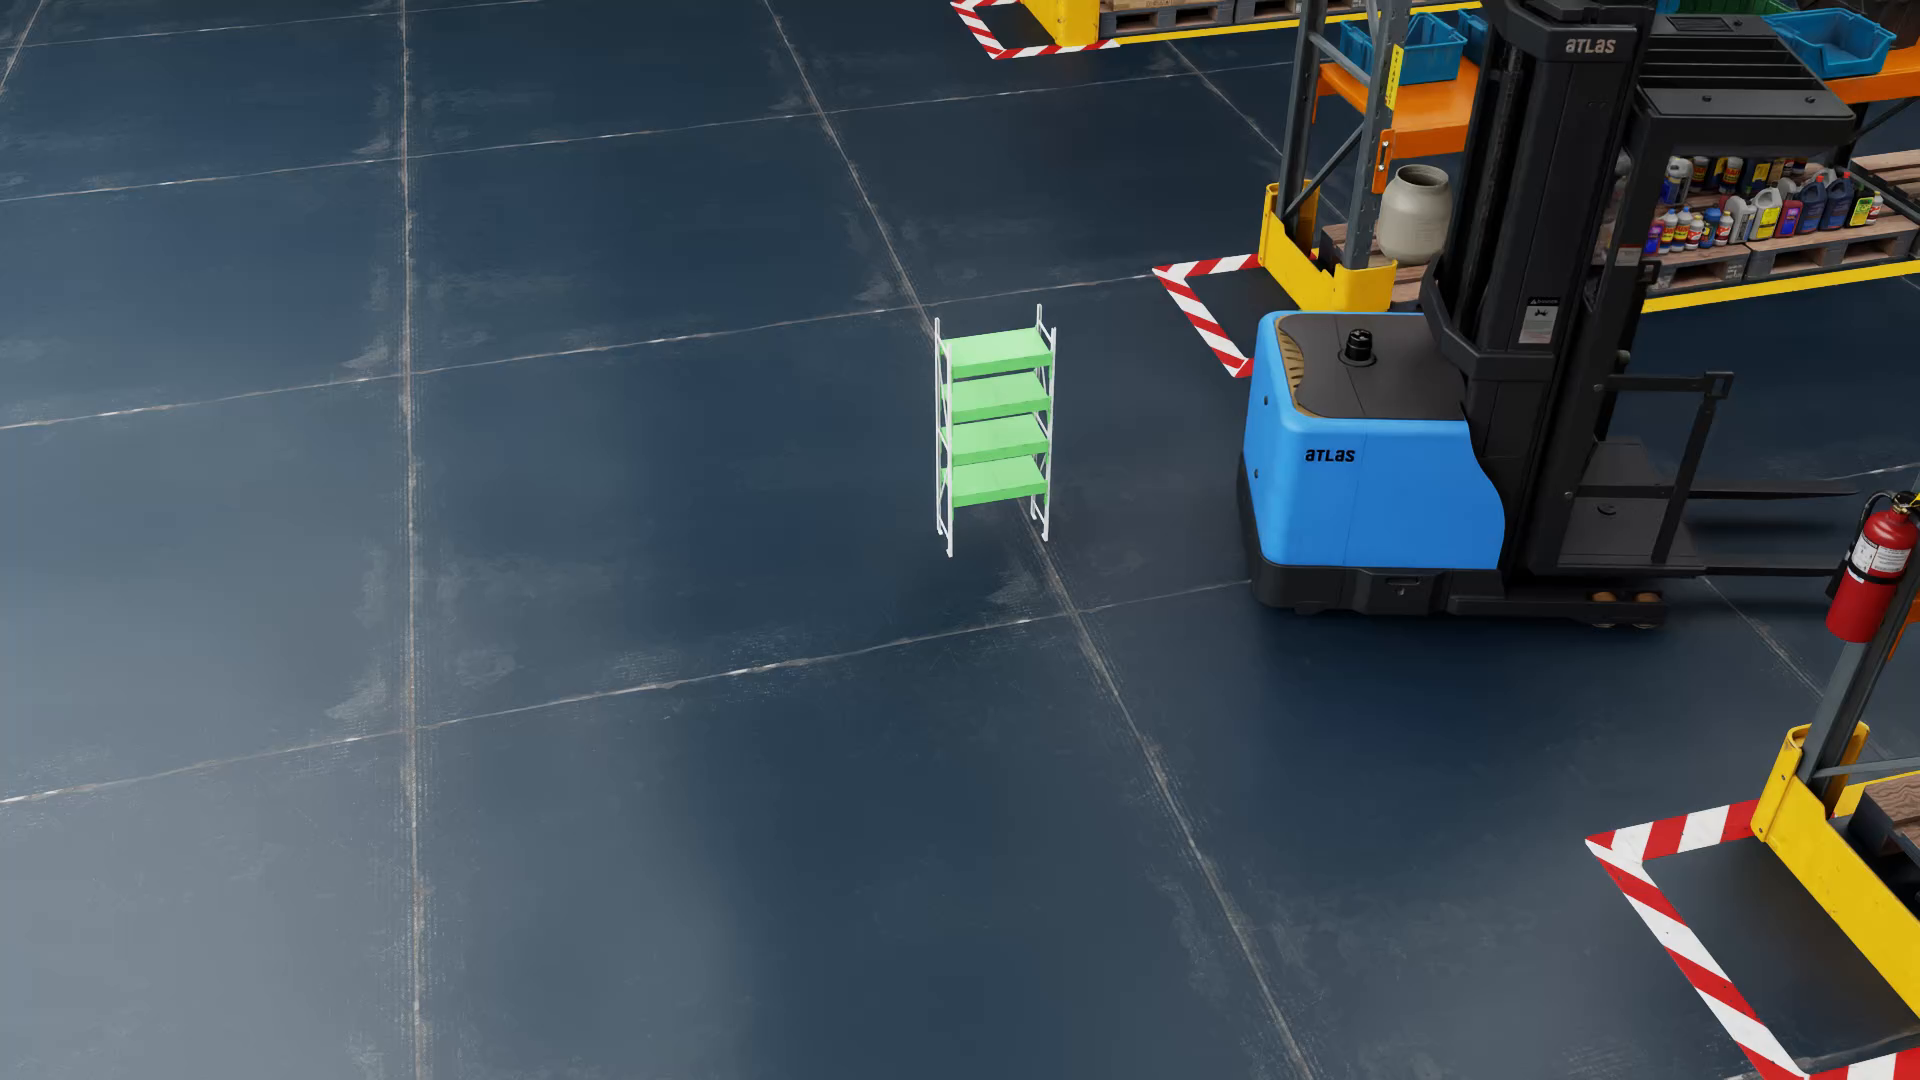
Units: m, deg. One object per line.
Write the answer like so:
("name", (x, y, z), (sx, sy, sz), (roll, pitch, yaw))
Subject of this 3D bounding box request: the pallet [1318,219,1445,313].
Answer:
("pallet", (2.977, -1.691, 10.266), (1.213, 0.211, 1.003), (-9, 38, -12))

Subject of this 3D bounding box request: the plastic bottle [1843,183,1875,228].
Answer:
("plastic bottle", (5.614, -2.093, 10.370), (0.133, 0.283, 0.061), (-7, 38, -10))

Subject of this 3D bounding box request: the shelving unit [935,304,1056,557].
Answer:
("shelving unit", (0.160, -0.503, 7.899), (0.503, 1.200, 0.258), (-9, 38, -12))

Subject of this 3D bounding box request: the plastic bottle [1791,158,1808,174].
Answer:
("plastic bottle", (5.570, -2.565, 10.997), (0.097, 0.271, 0.097), (0, 37, 0))

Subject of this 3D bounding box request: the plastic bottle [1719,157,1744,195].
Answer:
("plastic bottle", (4.996, -2.380, 10.755), (0.097, 0.271, 0.097), (0, 37, 0))

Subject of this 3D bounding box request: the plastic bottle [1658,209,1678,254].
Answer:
("plastic bottle", (4.293, -1.883, 10.106), (0.097, 0.271, 0.097), (0, 37, 0))

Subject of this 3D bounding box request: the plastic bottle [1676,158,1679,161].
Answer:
("plastic bottle", (4.643, -2.385, 10.819), (0.097, 0.201, 0.097), (0, 37, 0))

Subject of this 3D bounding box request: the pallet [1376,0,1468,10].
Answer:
("pallet", (3.926, -4.964, 14.545), (1.213, 0.211, 1.003), (-9, 38, -12))

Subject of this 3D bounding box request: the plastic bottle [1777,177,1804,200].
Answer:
("plastic bottle", (5.198, -2.141, 10.439), (0.135, 0.276, 0.152), (-9, 38, -12))

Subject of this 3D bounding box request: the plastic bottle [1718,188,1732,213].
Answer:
("plastic bottle", (4.762, -2.049, 10.313), (0.133, 0.283, 0.061), (-9, 38, -12))

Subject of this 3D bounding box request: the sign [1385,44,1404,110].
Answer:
("sign", (2.270, -2.420, 8.696), (0.005, 0.325, 0.100), (-9, 38, -12))

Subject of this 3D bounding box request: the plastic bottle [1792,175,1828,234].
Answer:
("plastic bottle", (5.260, -2.088, 10.308), (0.185, 0.351, 0.144), (-11, 39, -14))

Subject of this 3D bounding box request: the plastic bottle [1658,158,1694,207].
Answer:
("plastic bottle", (4.575, -2.295, 10.641), (0.135, 0.276, 0.152), (-9, 38, -12))

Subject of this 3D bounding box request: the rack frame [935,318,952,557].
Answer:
("rack frame", (-0.076, -0.464, 7.849), (0.015, 1.200, 0.240), (-9, 38, -12))

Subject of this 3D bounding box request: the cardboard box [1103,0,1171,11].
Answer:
("cardboard box", (1.419, -4.568, 13.650), (0.500, 0.250, 0.500), (-9, 38, -12))

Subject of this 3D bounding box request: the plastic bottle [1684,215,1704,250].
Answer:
("plastic bottle", (4.485, -1.887, 10.168), (0.097, 0.201, 0.097), (0, 37, 0))

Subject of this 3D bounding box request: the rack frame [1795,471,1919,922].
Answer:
("rack frame", (3.422, 0.272, 5.405), (0.127, 3.000, 1.000), (-9, 38, -12))

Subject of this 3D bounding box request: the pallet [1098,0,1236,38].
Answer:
("pallet", (1.570, -4.578, 14.039), (1.213, 0.211, 1.003), (-9, 38, -12))

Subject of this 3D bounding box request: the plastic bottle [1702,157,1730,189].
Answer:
("plastic bottle", (4.923, -2.475, 10.814), (0.185, 0.351, 0.144), (-11, 39, -14))

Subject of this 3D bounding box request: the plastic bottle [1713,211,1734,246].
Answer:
("plastic bottle", (4.684, -1.919, 10.211), (0.097, 0.201, 0.097), (0, 37, 0))

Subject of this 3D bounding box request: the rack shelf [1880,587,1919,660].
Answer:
("rack shelf", (5.353, 0.241, 6.038), (4.000, 0.370, 1.077), (-9, 38, -12))

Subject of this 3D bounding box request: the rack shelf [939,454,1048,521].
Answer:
("rack shelf", (0.160, -0.261, 8.084), (0.480, 0.148, 0.258), (-9, 38, -12))

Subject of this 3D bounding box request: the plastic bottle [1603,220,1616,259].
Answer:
("plastic bottle", (3.962, -1.829, 10.035), (0.097, 0.271, 0.097), (0, 37, 0))

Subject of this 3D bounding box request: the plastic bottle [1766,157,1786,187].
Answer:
("plastic bottle", (5.294, -2.440, 10.824), (0.133, 0.283, 0.061), (-9, 38, -12))

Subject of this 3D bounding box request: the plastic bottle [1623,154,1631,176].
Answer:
("plastic bottle", (4.333, -2.378, 10.688), (0.185, 0.351, 0.144), (-8, 38, -10))

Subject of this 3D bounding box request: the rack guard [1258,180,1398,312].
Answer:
("rack guard", (2.192, -1.680, 10.014), (0.348, 0.500, 1.175), (-9, 38, -12))

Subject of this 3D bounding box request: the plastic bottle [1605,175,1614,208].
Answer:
("plastic bottle", (4.068, -2.239, 10.561), (0.133, 0.283, 0.061), (-9, 38, -12))

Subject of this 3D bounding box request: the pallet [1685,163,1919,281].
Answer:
("pallet", (5.333, -2.077, 10.771), (1.213, 0.211, 1.003), (-9, 38, -12))

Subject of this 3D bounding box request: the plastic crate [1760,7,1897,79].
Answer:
("plastic crate", (4.995, -2.873, 9.639), (0.616, 0.251, 0.499), (-9, 38, -12))

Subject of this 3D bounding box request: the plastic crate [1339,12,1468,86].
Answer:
("plastic crate", (2.536, -2.829, 9.581), (0.616, 0.251, 0.499), (-9, 38, -12))

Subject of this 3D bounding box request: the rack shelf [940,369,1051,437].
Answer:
("rack shelf", (0.160, -0.643, 7.792), (0.480, 0.148, 0.258), (-9, 38, -12))

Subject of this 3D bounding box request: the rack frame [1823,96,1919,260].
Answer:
("rack frame", (5.992, -3.267, 10.031), (0.127, 3.000, 1.000), (-9, 38, -12))

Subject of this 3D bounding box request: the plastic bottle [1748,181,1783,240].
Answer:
("plastic bottle", (4.949, -2.037, 10.241), (0.185, 0.351, 0.144), (-10, 38, -12))

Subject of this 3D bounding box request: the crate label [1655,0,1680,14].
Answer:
("crate label", (3.837, -3.097, 9.781), (0.616, 0.435, 0.502), (-9, 38, -12))

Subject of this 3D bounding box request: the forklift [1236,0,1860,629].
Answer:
("forklift", (2.903, -1.085, 7.236), (3.031, 2.935, 1.130), (1, 37, 1))
